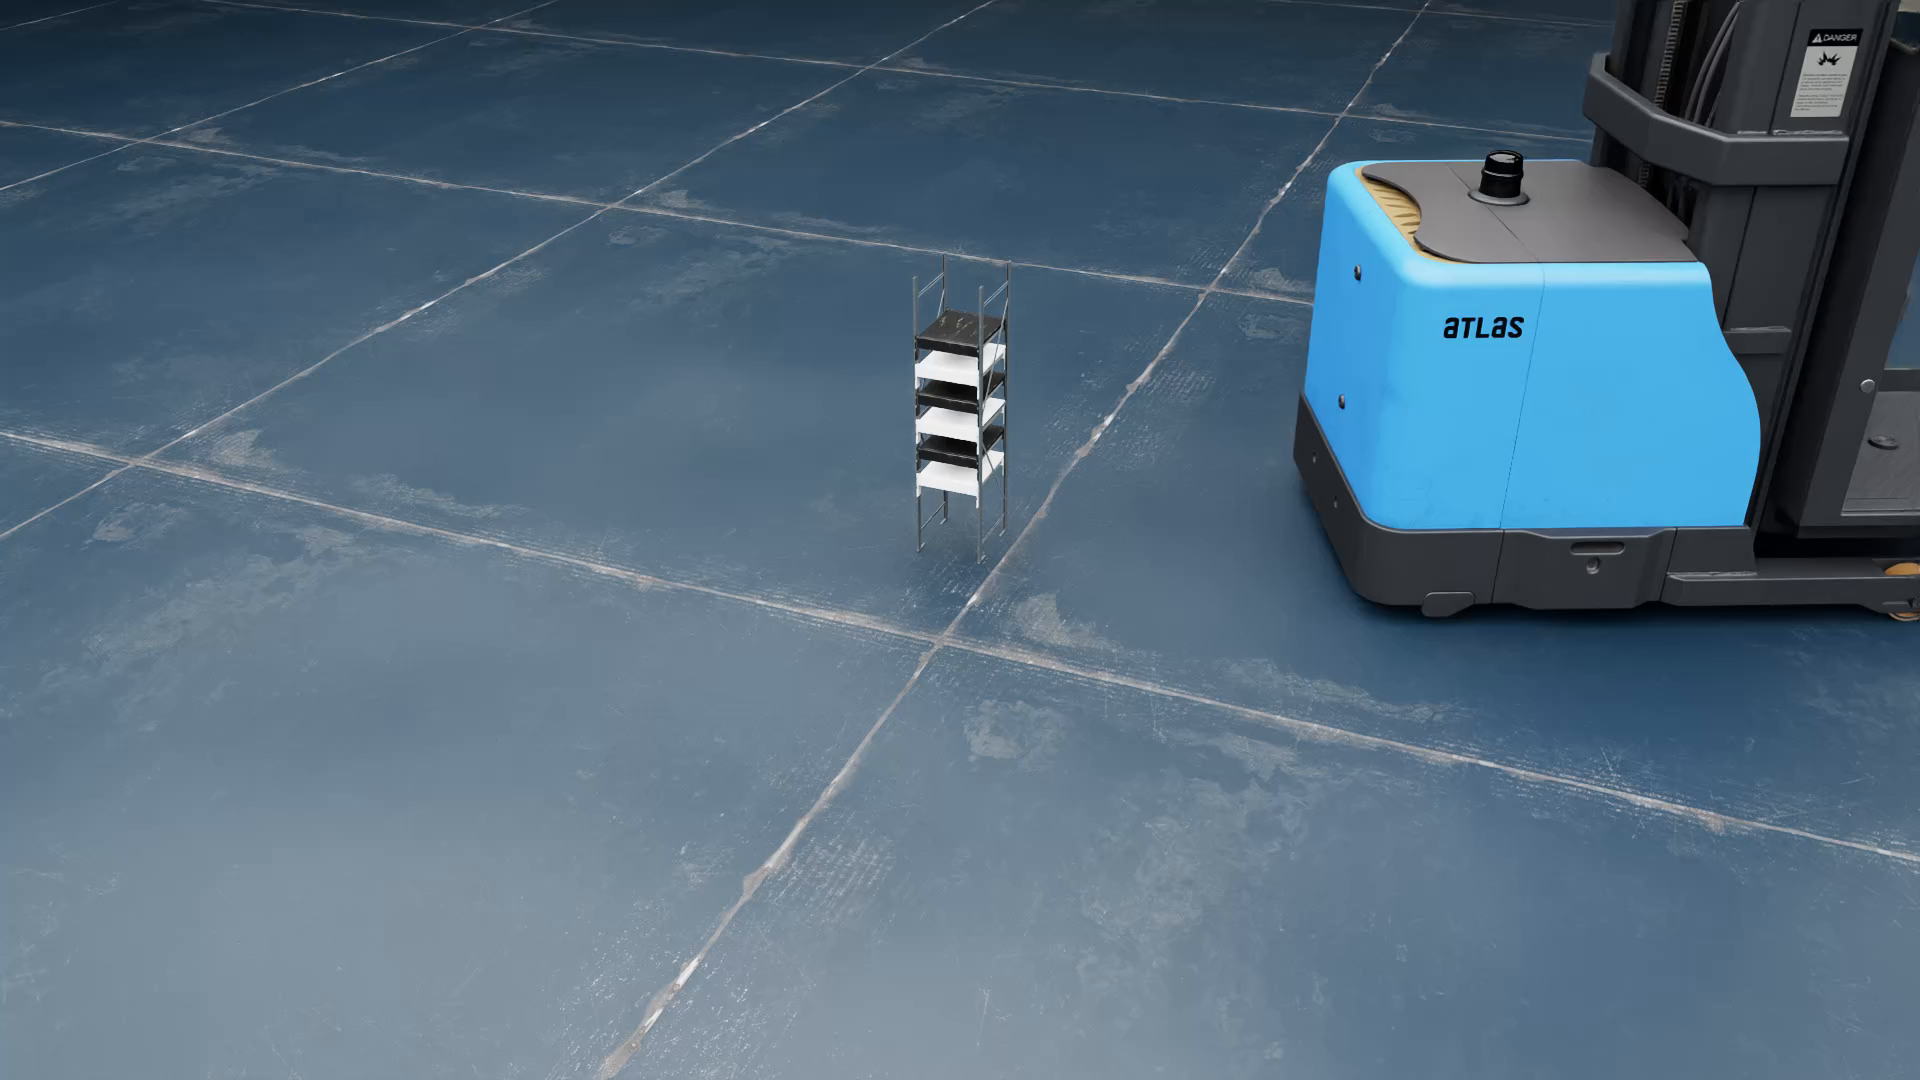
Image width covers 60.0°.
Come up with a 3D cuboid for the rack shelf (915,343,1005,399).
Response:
[{"bbox_3d":[0.008,-0.518,4.954,0.200,0.077,0.258,11,31,19],"label":"rack shelf"}]

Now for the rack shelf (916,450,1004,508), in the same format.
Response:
[{"bbox_3d":[0.008,-0.205,5.131,0.200,0.077,0.258,11,31,19],"label":"rack shelf"}]

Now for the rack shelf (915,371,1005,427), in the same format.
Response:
[{"bbox_3d":[0.008,-0.440,4.998,0.200,0.077,0.258,11,31,19],"label":"rack shelf"}]

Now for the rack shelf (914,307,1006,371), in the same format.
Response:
[{"bbox_3d":[0.008,-0.596,4.909,0.200,0.077,0.258,11,31,19],"label":"rack shelf"}]

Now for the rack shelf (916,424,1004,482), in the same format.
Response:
[{"bbox_3d":[0.008,-0.283,5.087,0.200,0.077,0.258,11,31,19],"label":"rack shelf"}]

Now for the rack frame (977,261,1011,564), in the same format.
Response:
[{"bbox_3d":[0.102,-0.371,4.993,0.006,0.900,0.240,11,31,19],"label":"rack frame"}]

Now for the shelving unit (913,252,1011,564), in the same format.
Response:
[{"bbox_3d":[0.008,-0.390,5.026,0.210,0.900,0.258,11,31,19],"label":"shelving unit"}]

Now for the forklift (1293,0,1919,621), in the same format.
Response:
[{"bbox_3d":[2.647,-1.302,4.576,3.031,2.935,1.130,-1,29,-1],"label":"forklift"}]

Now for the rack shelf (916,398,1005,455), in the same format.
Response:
[{"bbox_3d":[0.008,-0.361,5.042,0.200,0.077,0.258,11,31,19],"label":"rack shelf"}]

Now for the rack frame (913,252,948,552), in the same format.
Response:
[{"bbox_3d":[-0.087,-0.409,5.059,0.006,0.900,0.240,11,31,19],"label":"rack frame"}]
